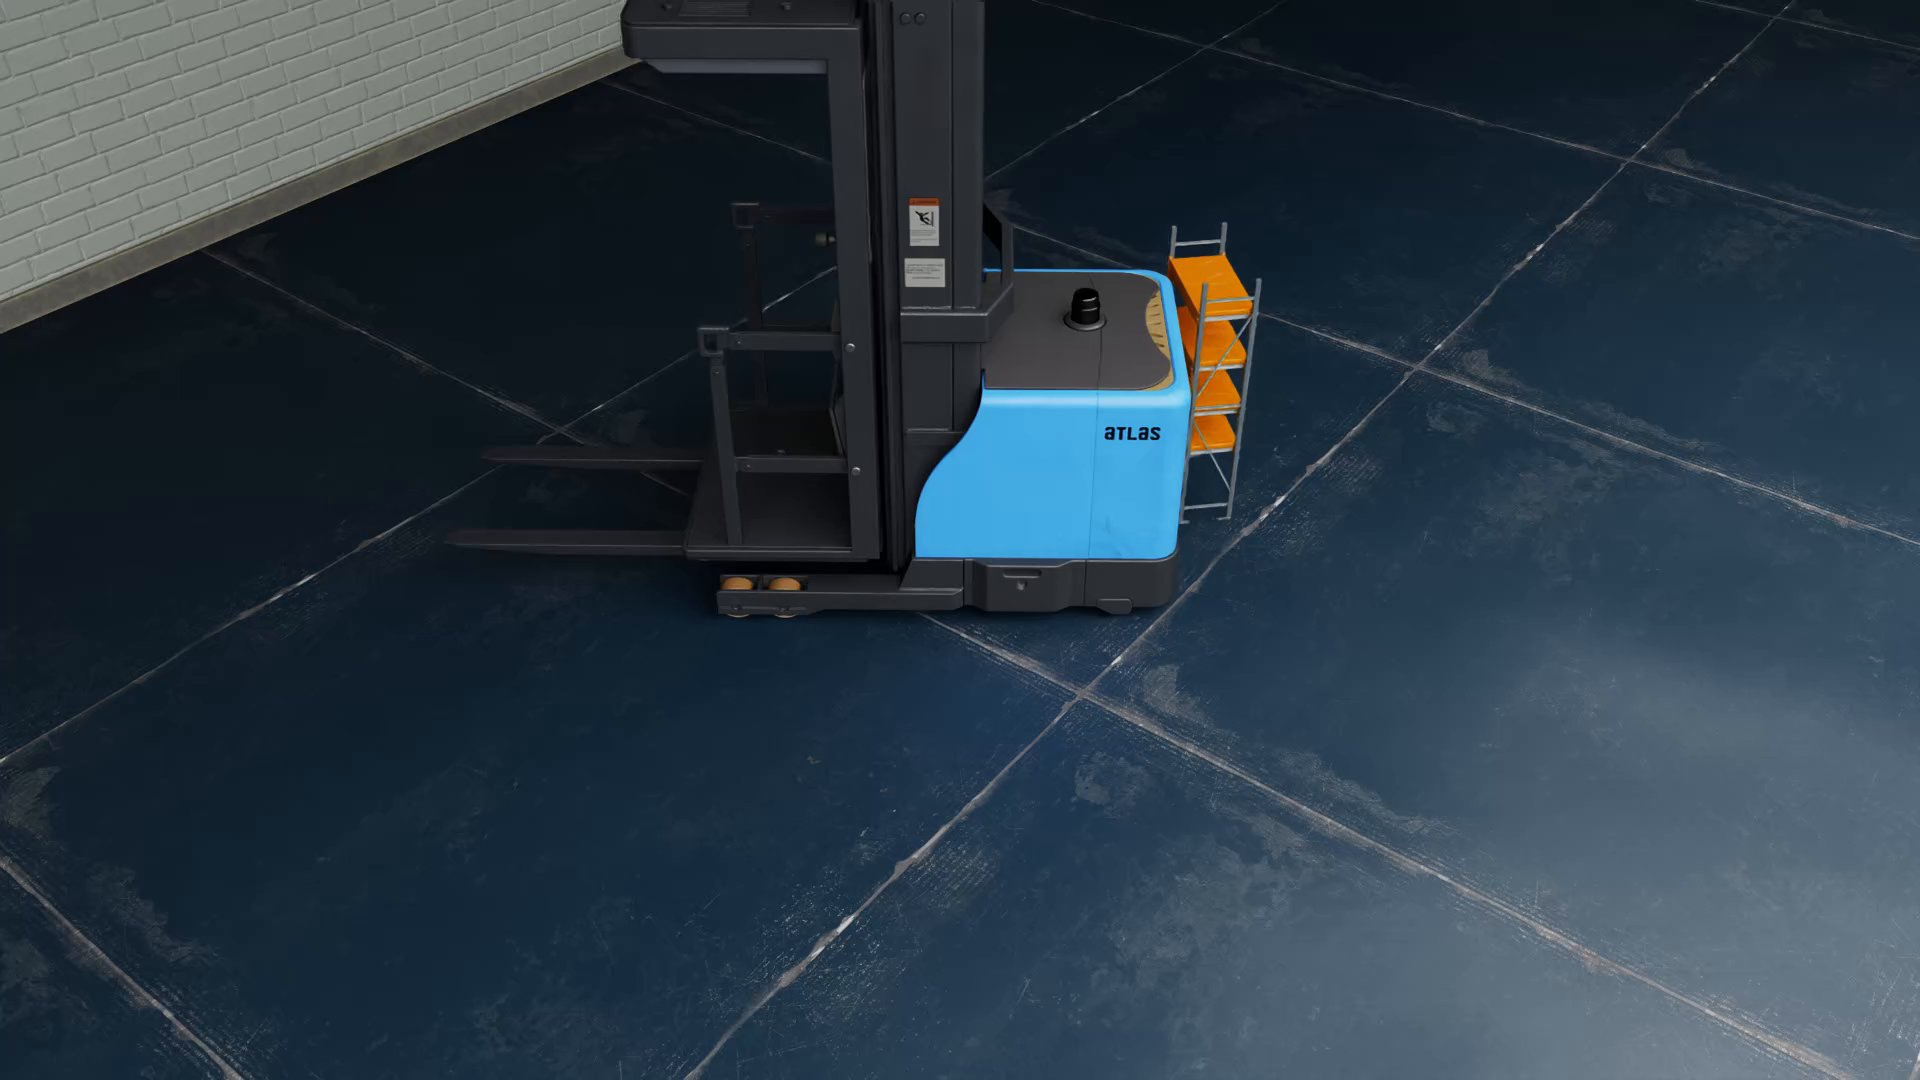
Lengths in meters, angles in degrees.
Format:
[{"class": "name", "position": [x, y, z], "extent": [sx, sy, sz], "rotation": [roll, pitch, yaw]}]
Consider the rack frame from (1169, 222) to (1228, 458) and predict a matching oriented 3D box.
[{"class": "rack frame", "position": [1.005, -0.854, 7.366], "extent": [0.240, 1.200, 0.015], "rotation": [-5, 38, -7]}]

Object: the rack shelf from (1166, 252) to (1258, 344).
[{"class": "rack shelf", "position": [1.045, -1.015, 6.935], "extent": [0.258, 0.148, 0.480], "rotation": [-5, 38, -7]}]

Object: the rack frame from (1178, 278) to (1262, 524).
[{"class": "rack frame", "position": [1.081, -0.557, 6.987], "extent": [0.240, 1.200, 0.015], "rotation": [-5, 38, -7]}]

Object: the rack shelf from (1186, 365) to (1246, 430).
[{"class": "rack shelf", "position": [1.043, -0.652, 7.218], "extent": [0.258, 0.148, 0.480], "rotation": [-5, 38, -7]}]

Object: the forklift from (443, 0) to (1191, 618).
[{"class": "forklift", "position": [-0.623, -1.160, 6.354], "extent": [3.031, 2.935, 1.130], "rotation": [1, 38, 1]}]

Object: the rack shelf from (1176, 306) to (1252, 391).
[{"class": "rack shelf", "position": [1.044, -0.829, 7.080], "extent": [0.258, 0.148, 0.480], "rotation": [-5, 38, -7]}]

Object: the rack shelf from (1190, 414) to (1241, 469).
[{"class": "rack shelf", "position": [1.042, -0.496, 7.340], "extent": [0.258, 0.148, 0.480], "rotation": [-5, 38, -7]}]

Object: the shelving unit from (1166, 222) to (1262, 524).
[{"class": "shelving unit", "position": [1.043, -0.705, 7.177], "extent": [0.258, 1.200, 0.503], "rotation": [-5, 38, -7]}]
